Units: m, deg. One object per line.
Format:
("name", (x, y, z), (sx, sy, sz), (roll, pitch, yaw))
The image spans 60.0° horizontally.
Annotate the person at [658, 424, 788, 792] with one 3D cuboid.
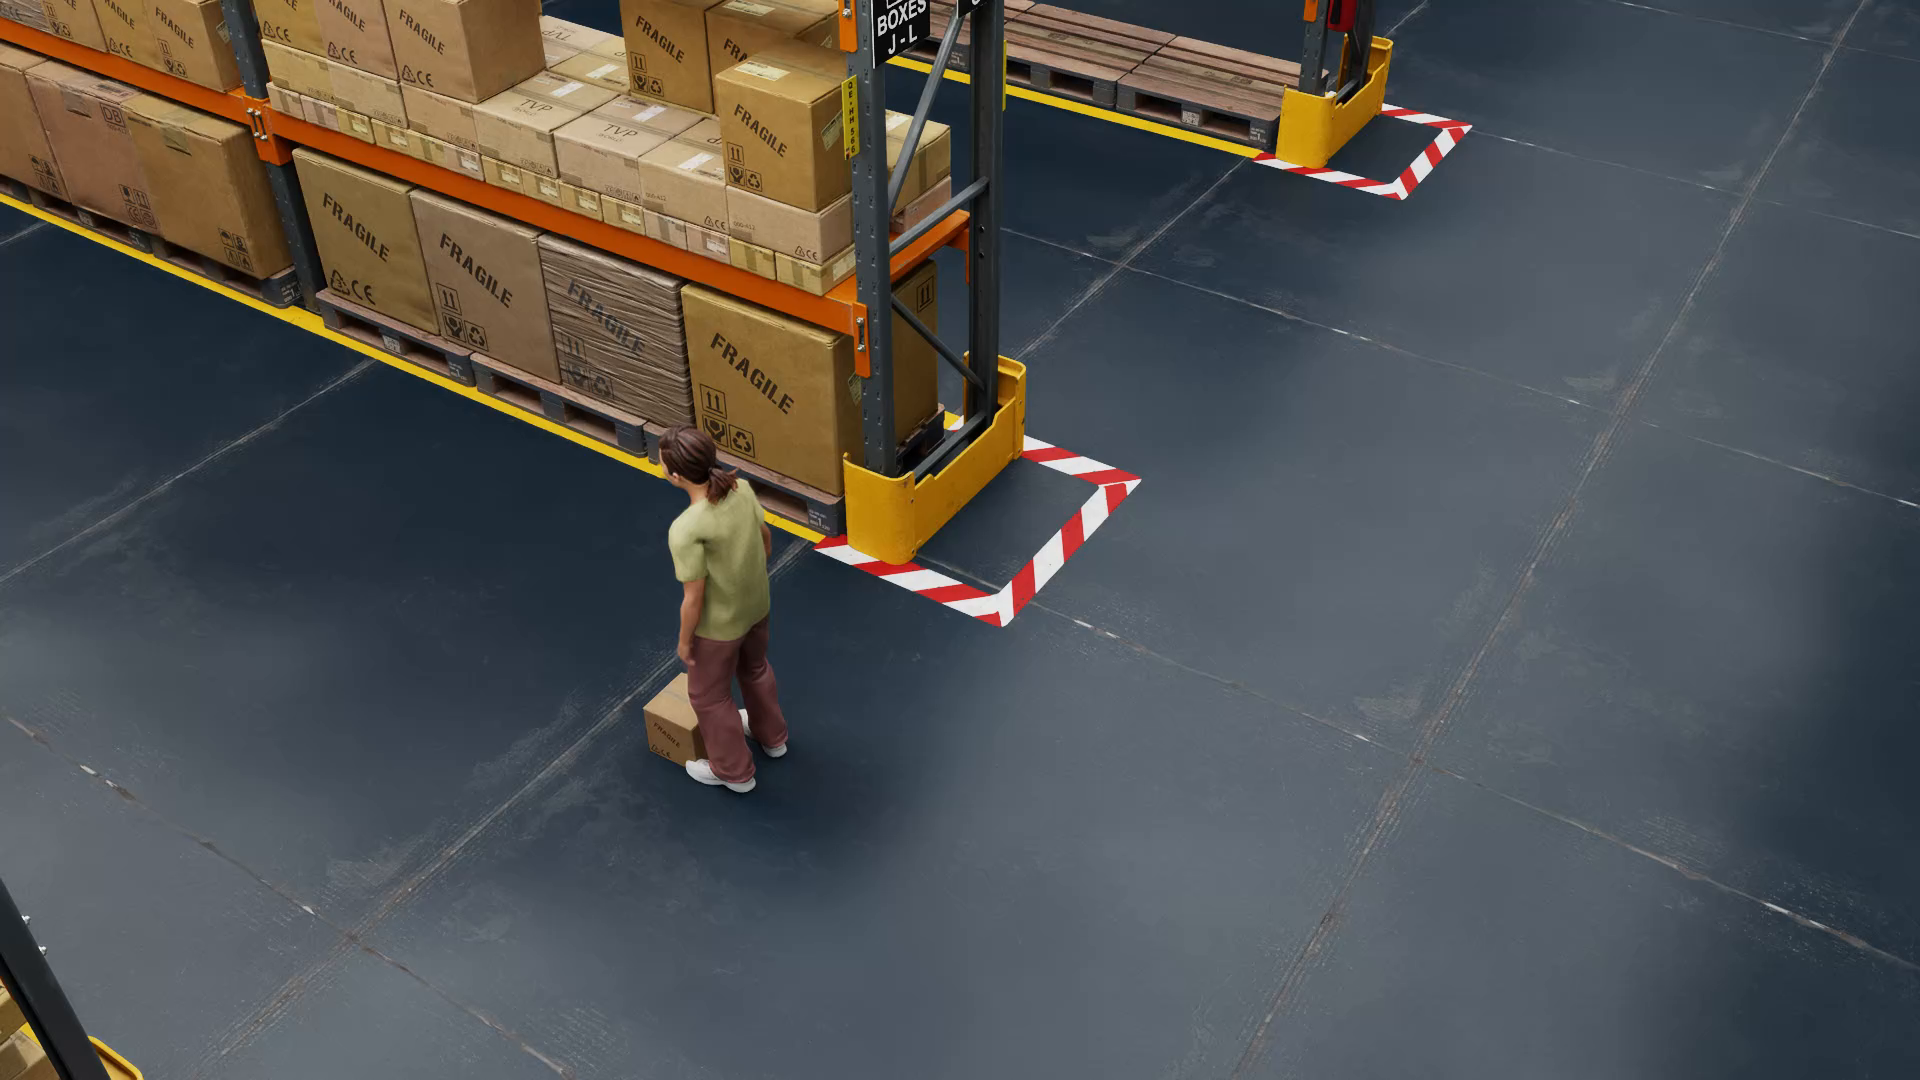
("person", (-0.908, 0.276, 6.334), (0.352, 1.673, 0.502), (21, 43, 24))
